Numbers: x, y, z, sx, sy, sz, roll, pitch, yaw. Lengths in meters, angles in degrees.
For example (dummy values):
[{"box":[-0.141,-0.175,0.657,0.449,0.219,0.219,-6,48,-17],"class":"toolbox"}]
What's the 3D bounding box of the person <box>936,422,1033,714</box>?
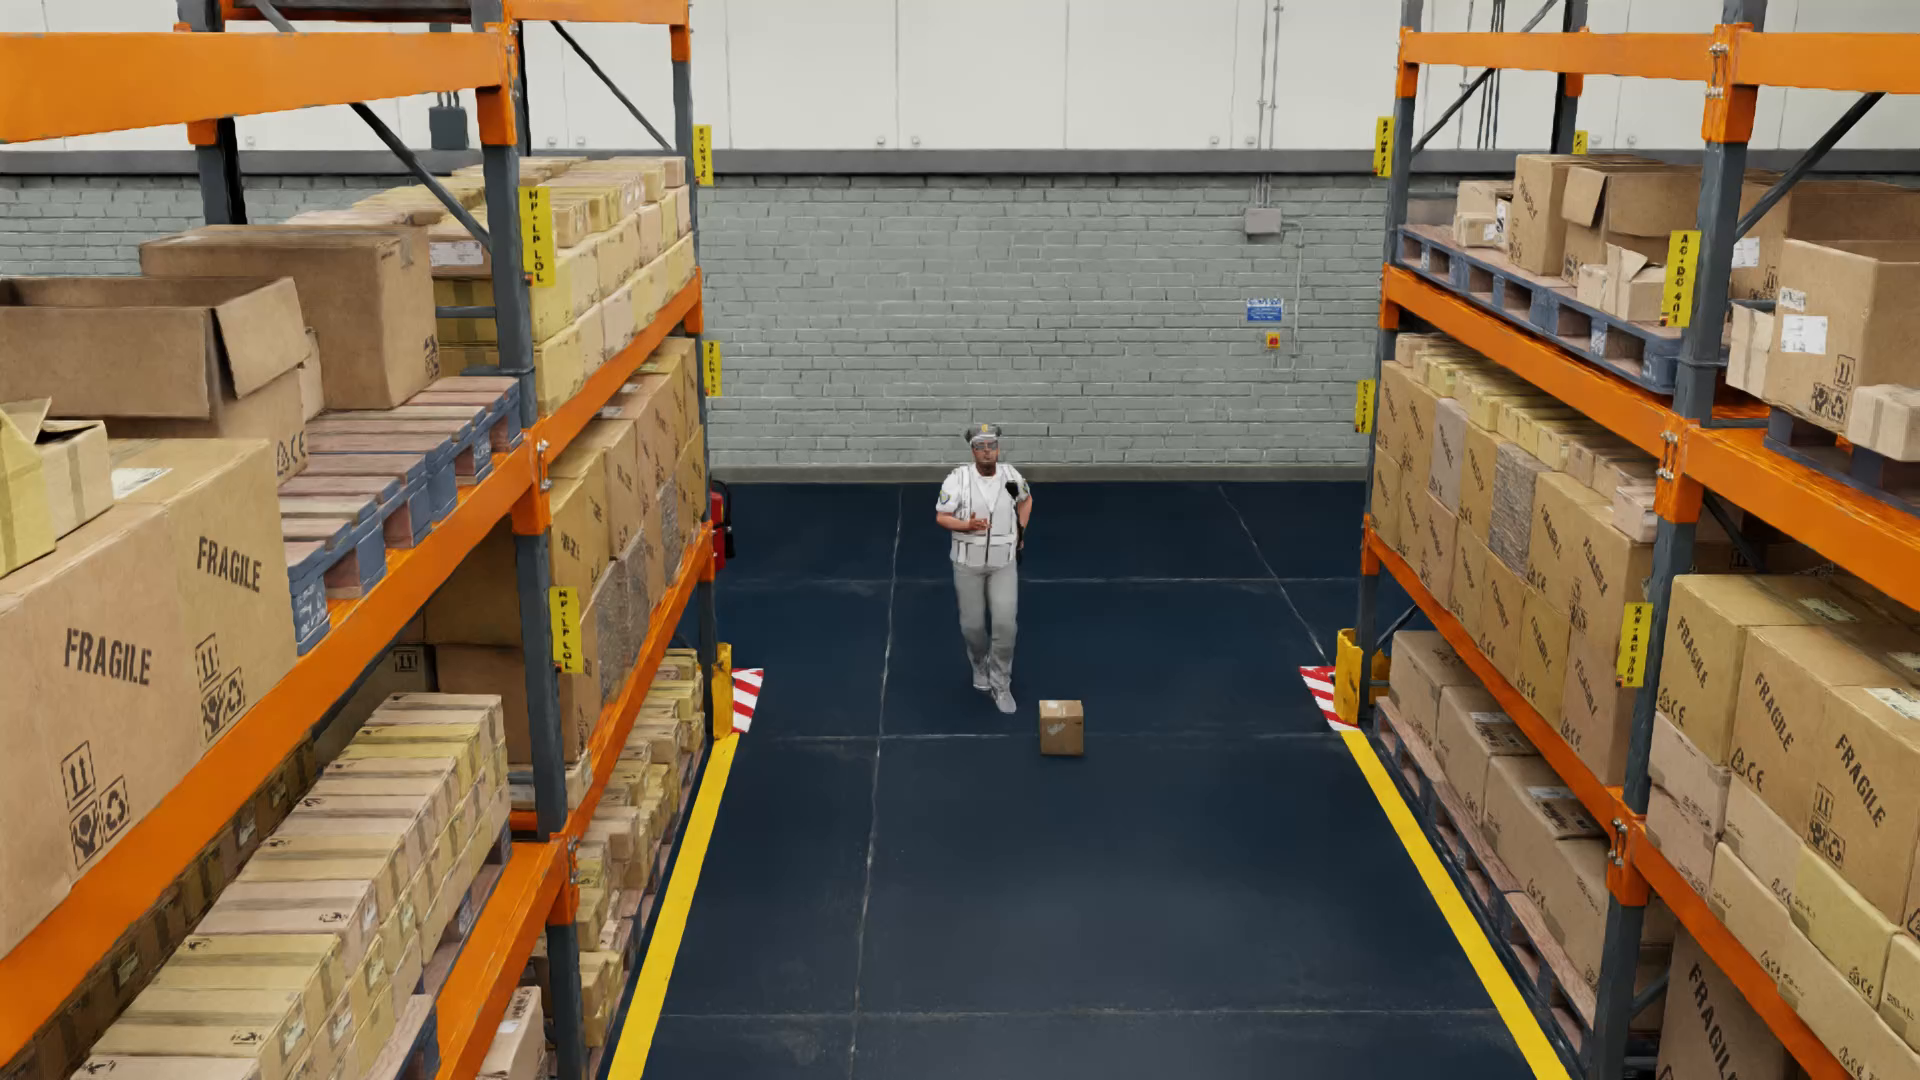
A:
[{"box":[0.165,0.162,10.547,0.634,1.795,0.753,-1,17,-2],"class":"person"}]
